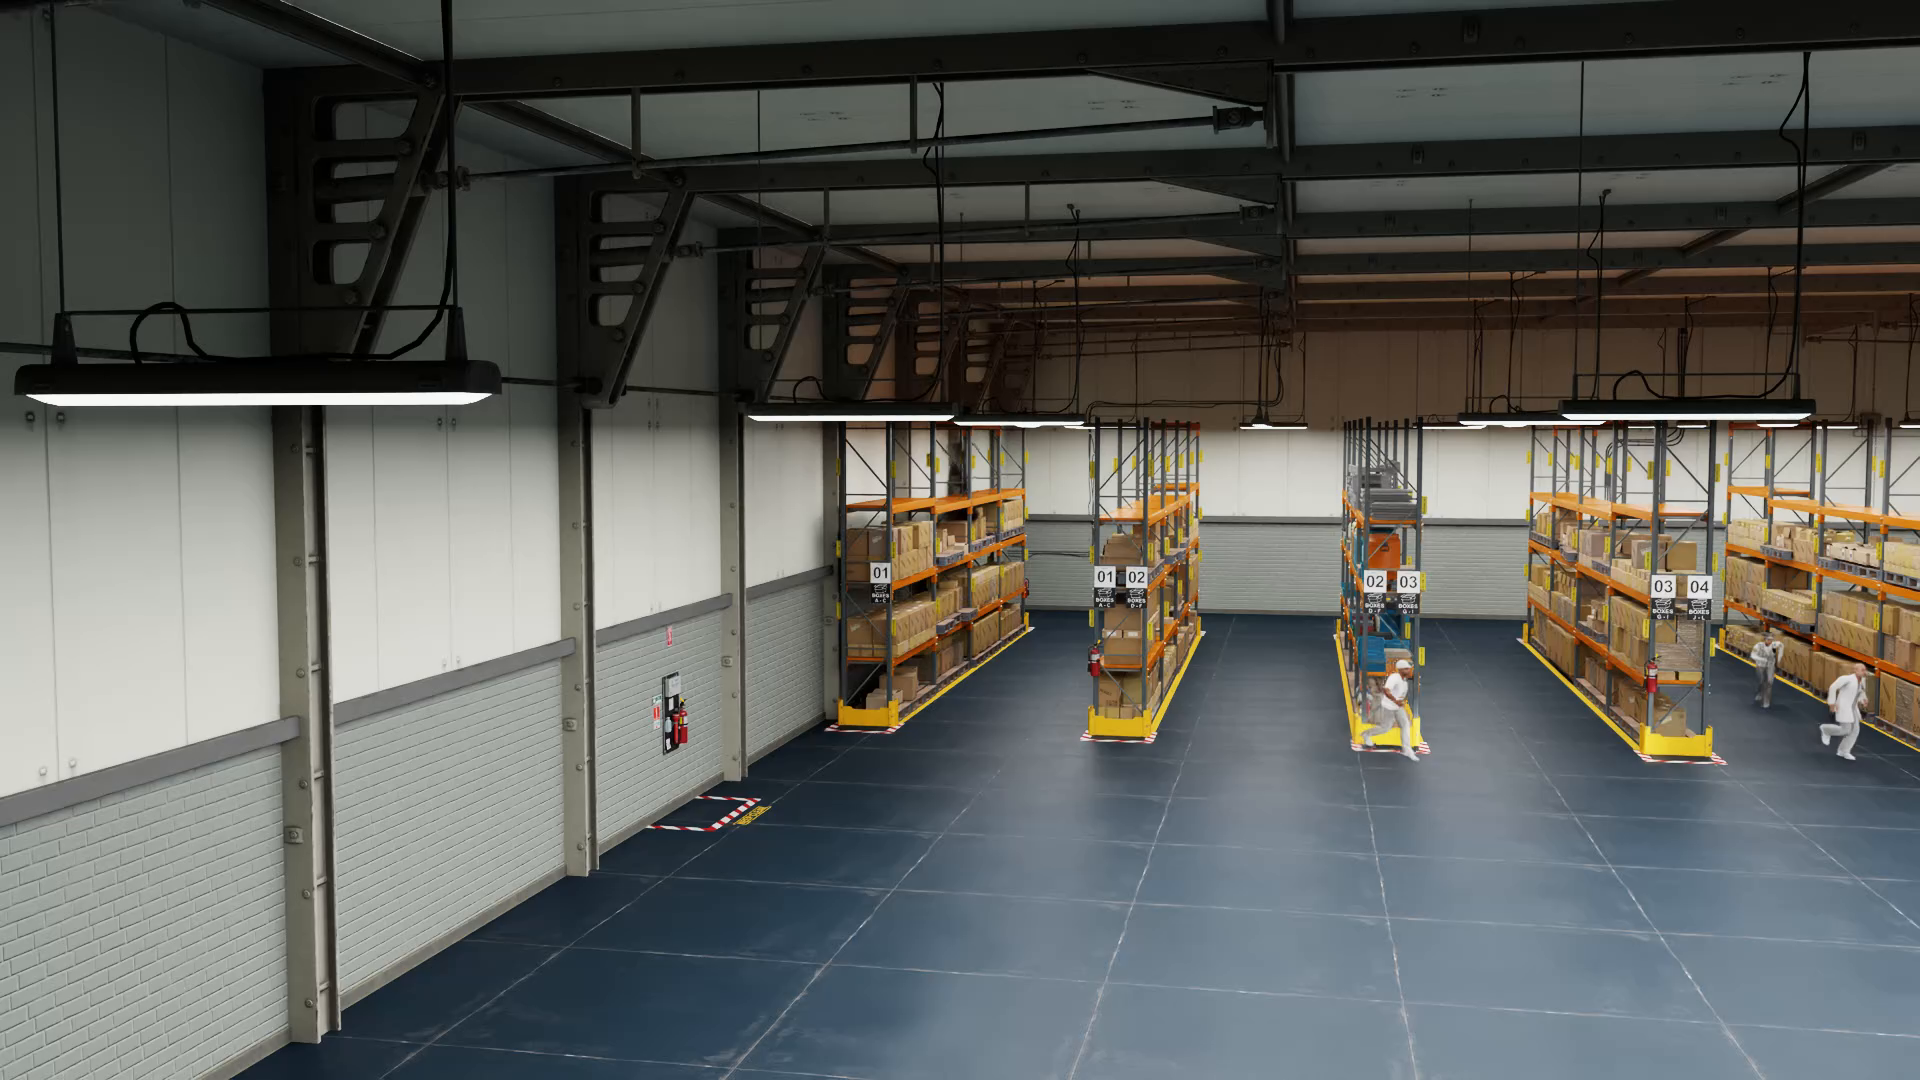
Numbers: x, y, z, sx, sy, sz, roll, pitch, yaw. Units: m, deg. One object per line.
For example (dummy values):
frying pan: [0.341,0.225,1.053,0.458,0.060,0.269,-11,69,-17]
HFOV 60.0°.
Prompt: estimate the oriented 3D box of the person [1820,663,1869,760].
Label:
person: [15.586,2.987,29.331,0.706,1.717,0.814,-2,4,-28]

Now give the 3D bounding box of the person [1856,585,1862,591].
person: [24.265,2.001,44.918,0.540,1.622,0.574,0,4,-4]

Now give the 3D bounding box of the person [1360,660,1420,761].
person: [7.575,2.964,29.247,1.106,1.753,0.700,3,5,41]

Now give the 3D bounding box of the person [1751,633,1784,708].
person: [16.870,2.708,34.808,0.653,1.612,0.949,1,4,17]
